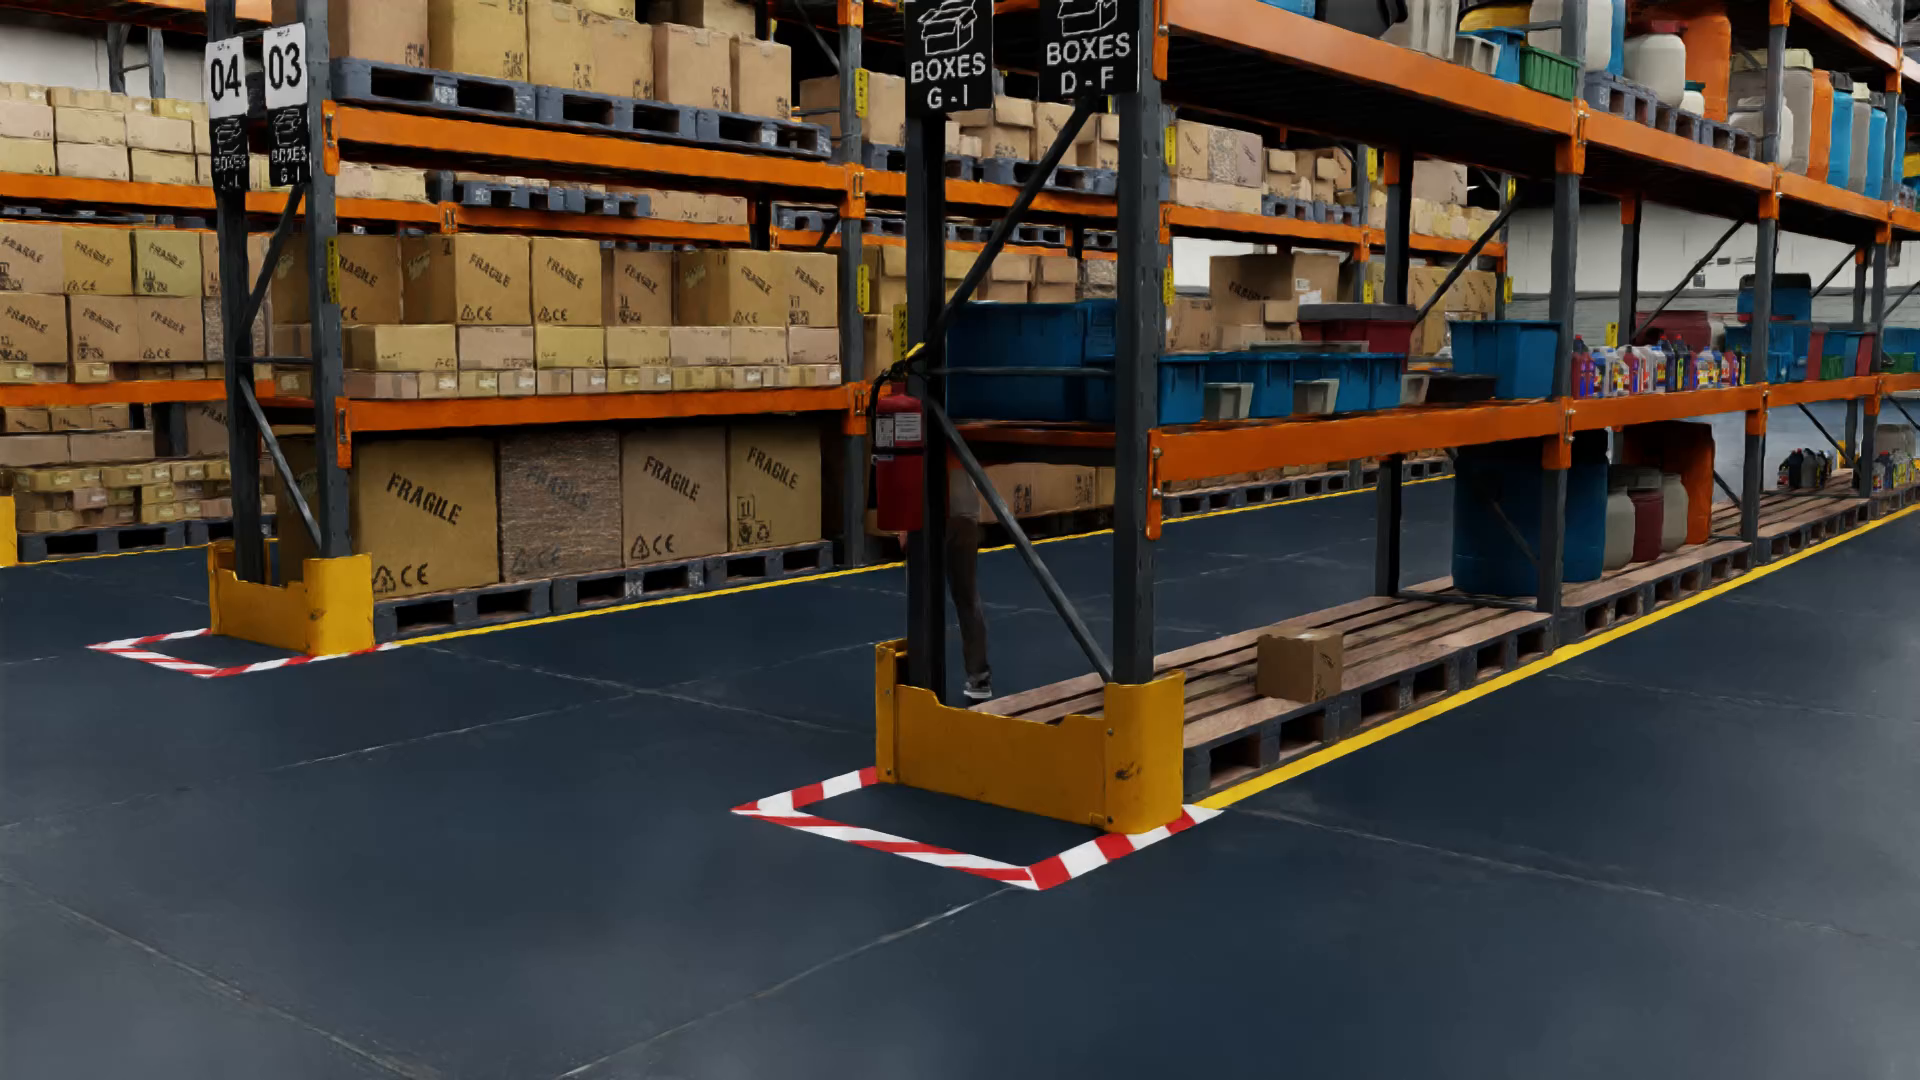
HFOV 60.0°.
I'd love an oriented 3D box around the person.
[{"bbox_3d":[-0.105,-0.077,7.301,0.453,1.595,0.523,5,9,37],"label":"person"}]
